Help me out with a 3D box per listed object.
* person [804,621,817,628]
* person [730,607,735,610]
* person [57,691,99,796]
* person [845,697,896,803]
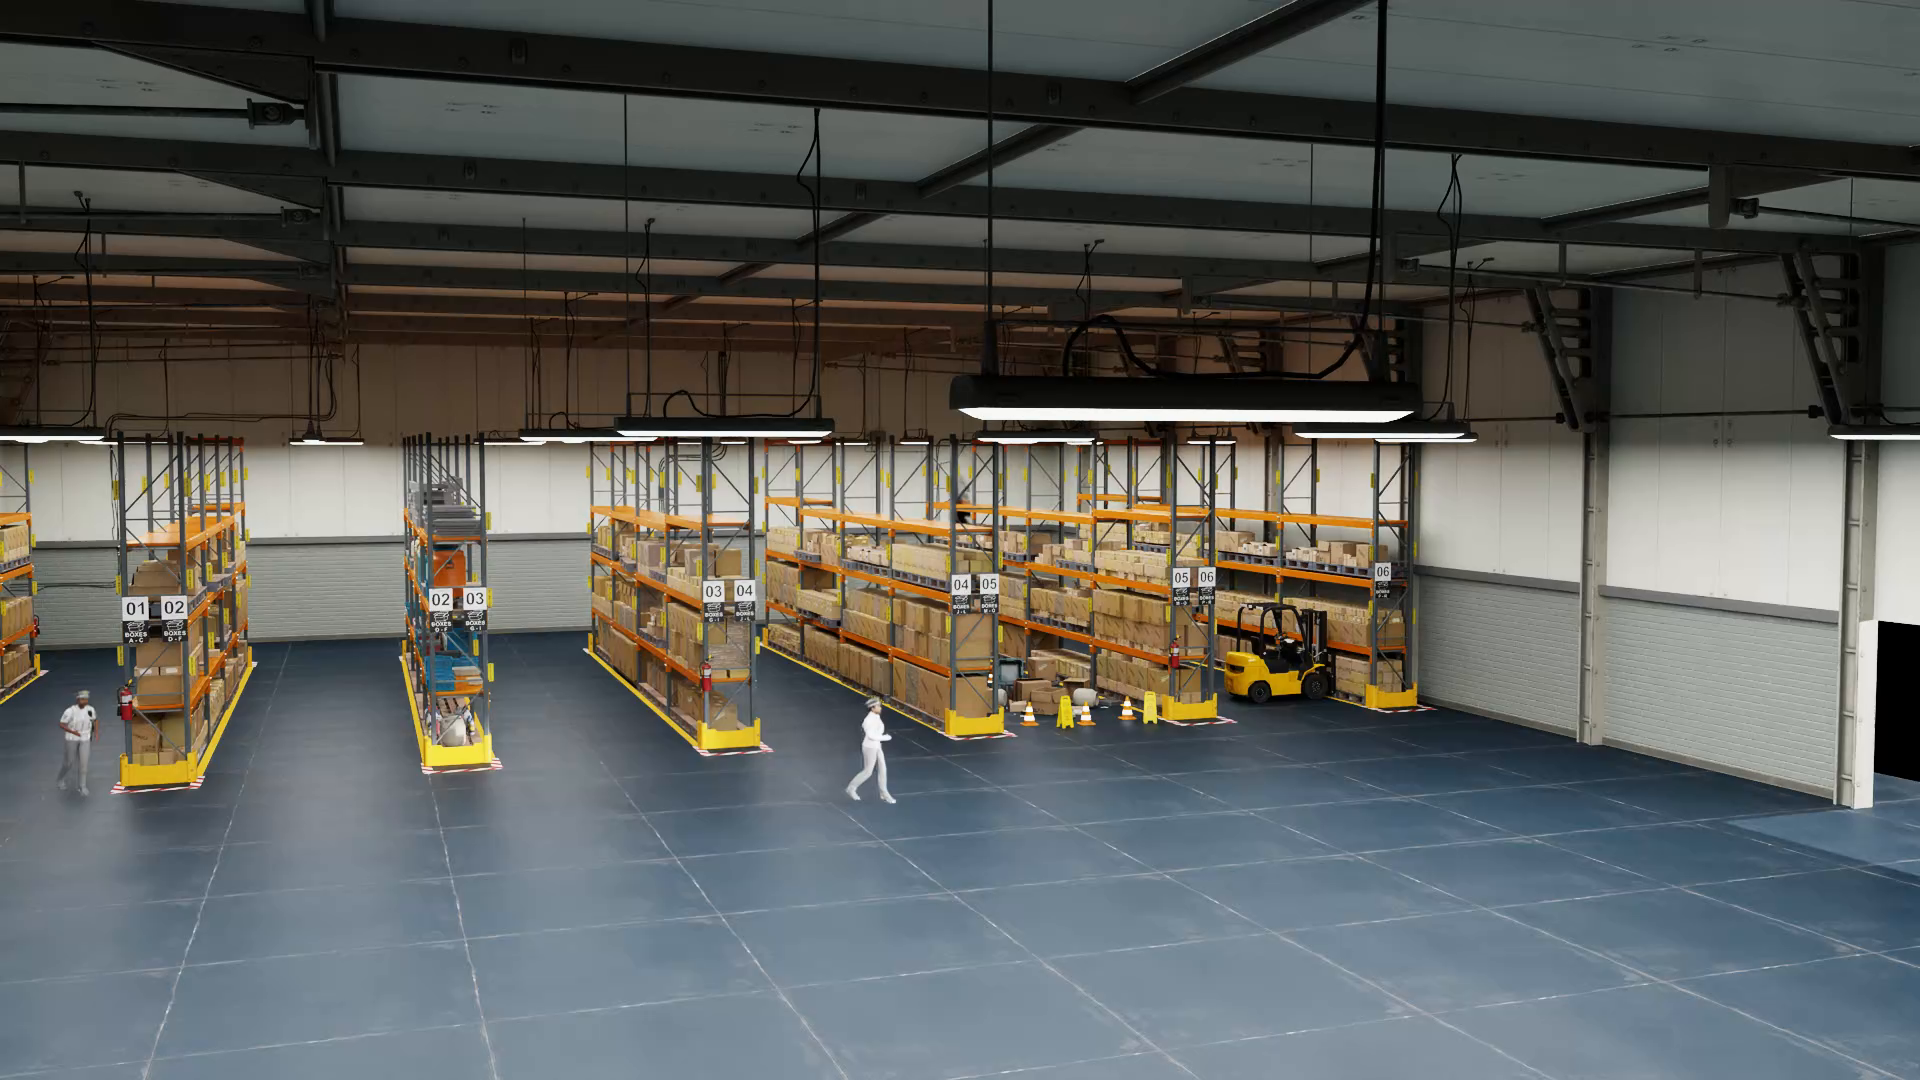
[{"bbox_3d":[-4.478,2.209,49.599,0.679,1.610,0.660,2,4,29],"label":"person"},{"bbox_3d":[-6.301,2.375,46.401,0.565,1.537,0.693,0,3,-6],"label":"person"},{"bbox_3d":[-14.641,3.346,27.675,0.633,1.696,0.846,-3,4,-44],"label":"person"},{"bbox_3d":[-1.438,3.386,26.821,0.818,1.727,0.630,1,3,9],"label":"person"}]
